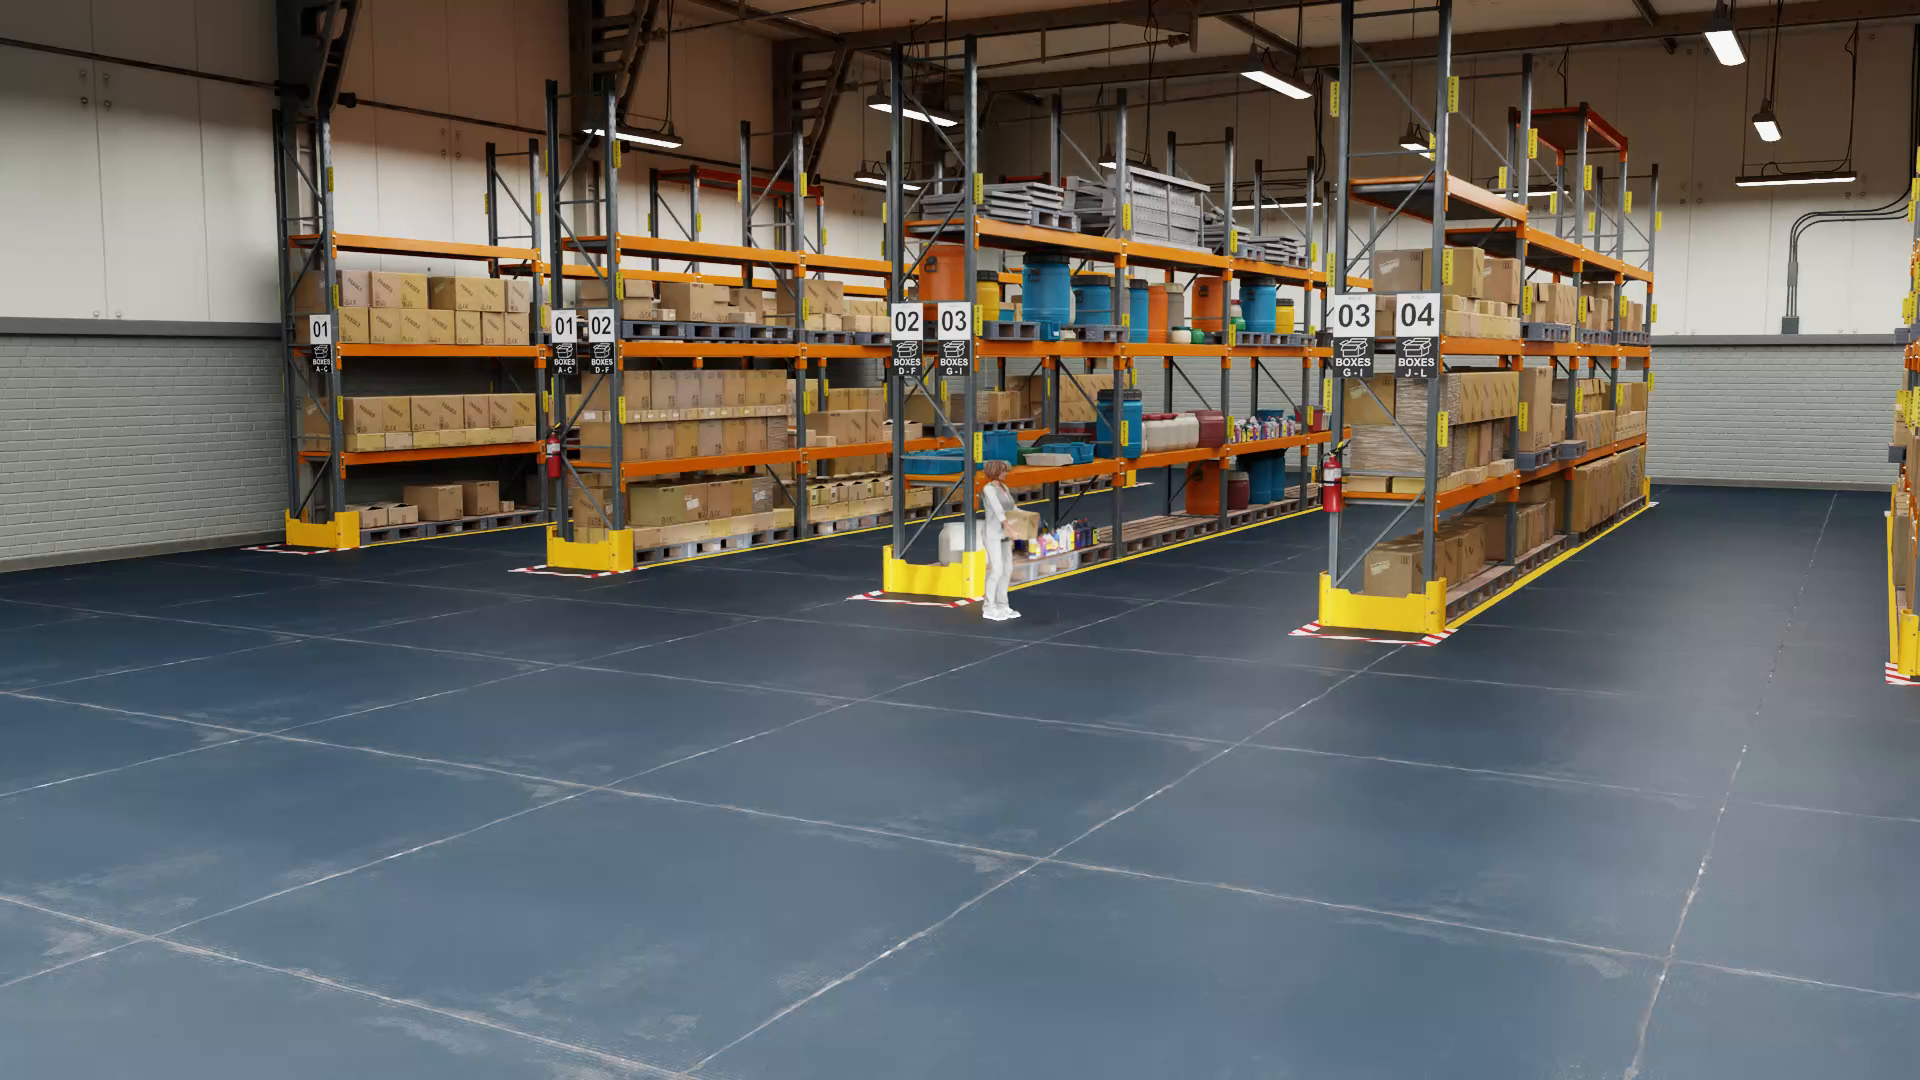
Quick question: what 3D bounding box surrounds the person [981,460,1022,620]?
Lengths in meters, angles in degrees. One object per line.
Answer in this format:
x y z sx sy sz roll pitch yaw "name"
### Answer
0.457 -0.002 16.609 0.498 1.598 0.385 3 7 29 "person"
